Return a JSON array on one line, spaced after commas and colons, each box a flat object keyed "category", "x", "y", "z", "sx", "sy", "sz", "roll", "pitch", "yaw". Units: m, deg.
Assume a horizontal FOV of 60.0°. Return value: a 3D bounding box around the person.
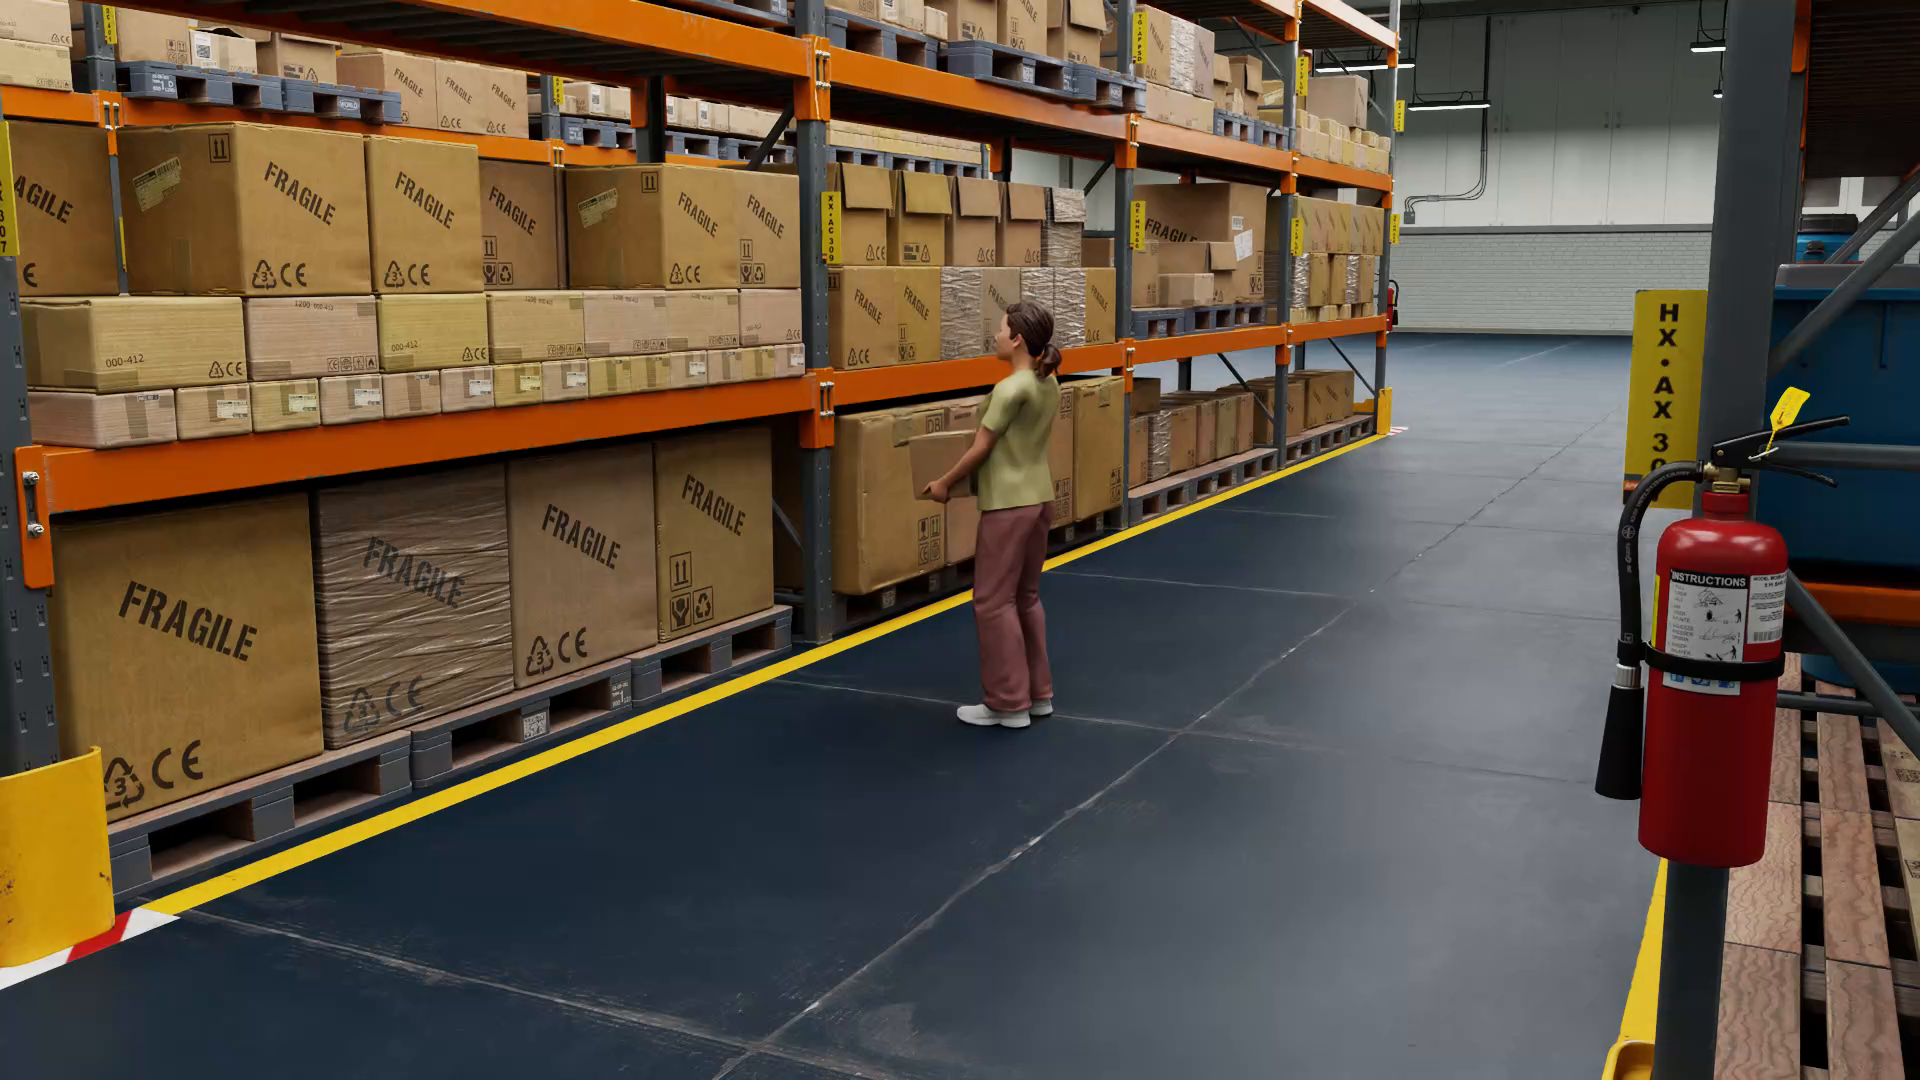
[{"category": "person", "x": 0.152, "y": -0.107, "z": 6.577, "sx": 0.549, "sy": 1.665, "sz": 0.426, "roll": 5, "pitch": 10, "yaw": 27}]
